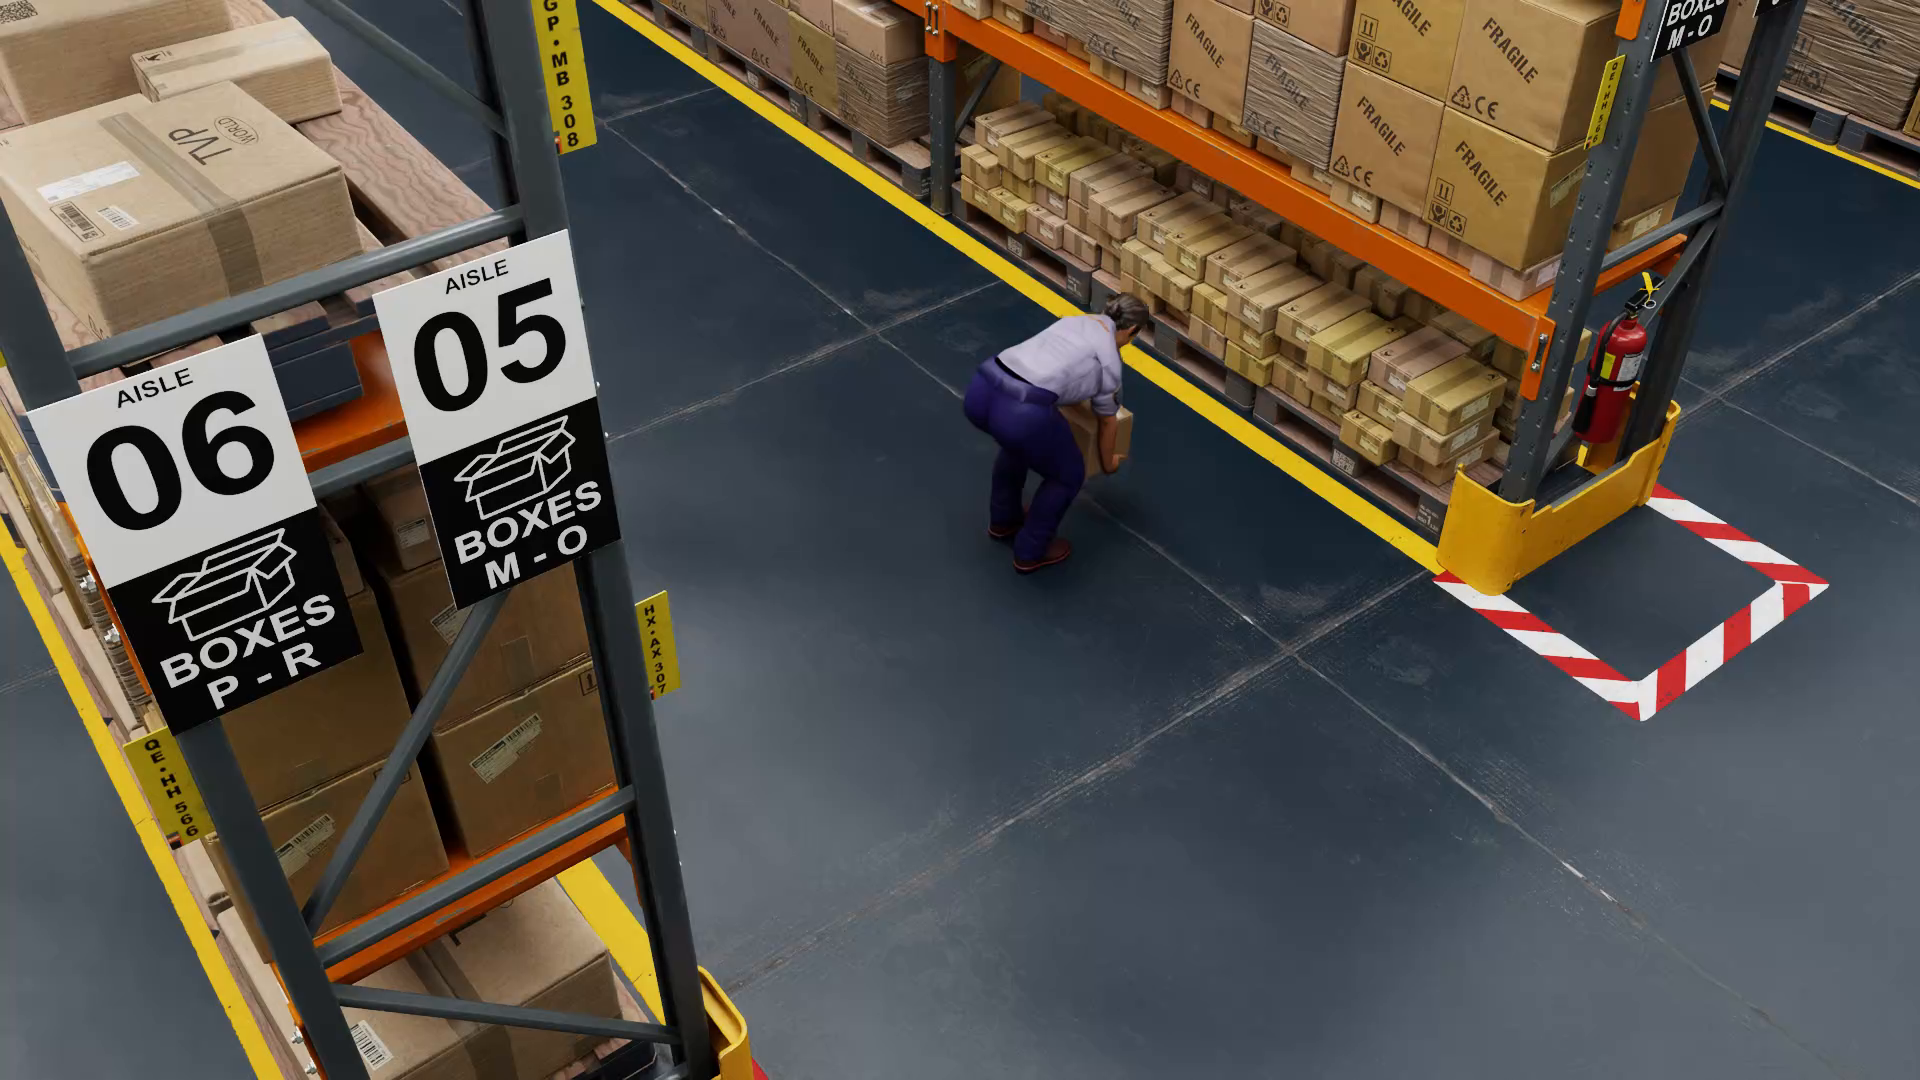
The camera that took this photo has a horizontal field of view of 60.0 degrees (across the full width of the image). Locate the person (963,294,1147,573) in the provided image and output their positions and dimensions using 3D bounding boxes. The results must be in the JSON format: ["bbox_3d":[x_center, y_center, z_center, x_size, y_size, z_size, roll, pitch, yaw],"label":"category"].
[{"bbox_3d":[0.438,-0.459,7.172,0.904,1.046,0.462,-28,48,-29],"label":"person"}]
